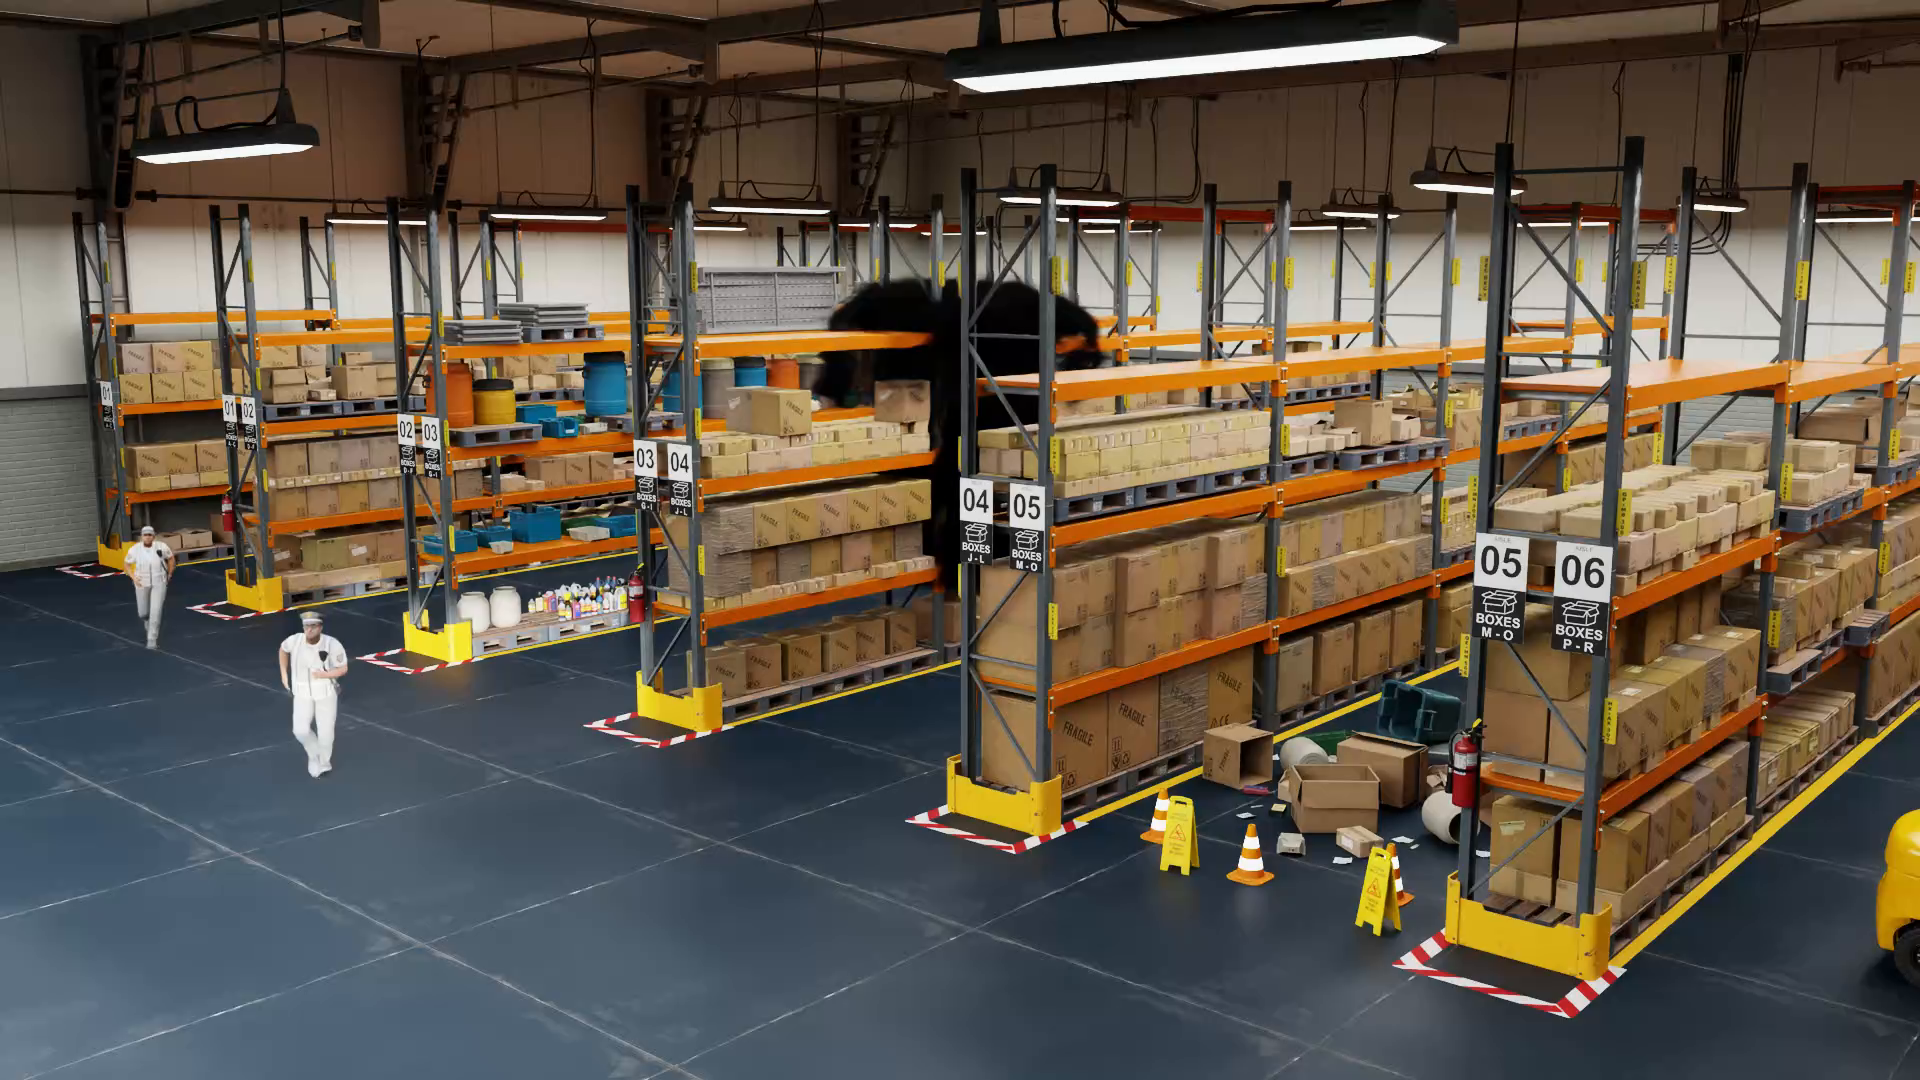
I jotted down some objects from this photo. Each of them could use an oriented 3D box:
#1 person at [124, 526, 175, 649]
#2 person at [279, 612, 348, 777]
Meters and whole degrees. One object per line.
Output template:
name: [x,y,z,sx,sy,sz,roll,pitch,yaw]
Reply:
person: [-11.064,0.614,22.753,0.630,1.654,0.789,-4,10,-24]
person: [-6.482,1.543,16.660,0.690,1.733,0.791,-2,10,-9]
